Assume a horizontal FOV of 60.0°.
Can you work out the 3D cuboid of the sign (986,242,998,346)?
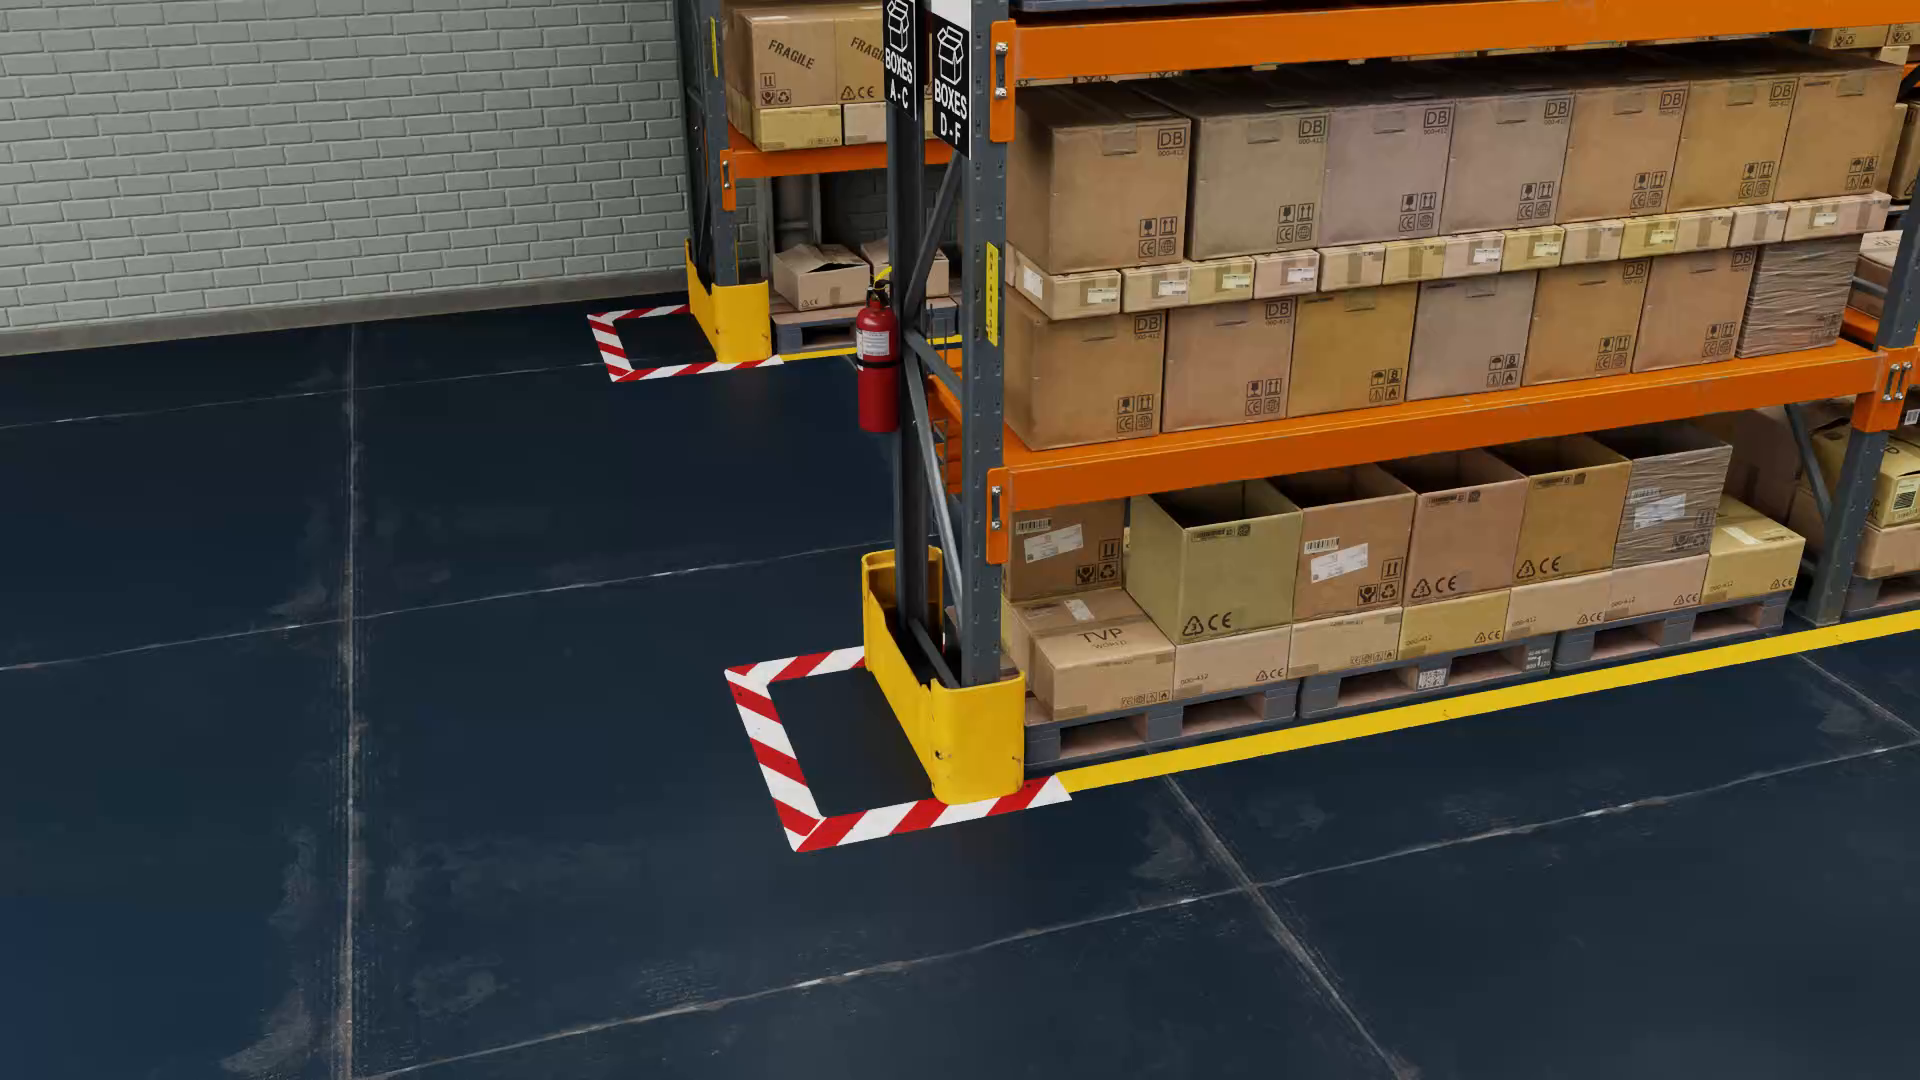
[{"bbox_3d":[0.104,-0.802,5.429,0.005,0.325,0.100,-8,28,-16],"label":"sign"}]

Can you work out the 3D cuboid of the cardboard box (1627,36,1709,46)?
[{"bbox_3d":[5.041,-3.894,12.114,0.500,0.500,0.700,-11,28,-21],"label":"cardboard box"}]

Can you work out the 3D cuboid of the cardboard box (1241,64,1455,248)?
[{"bbox_3d":[1.414,-1.451,6.227,0.500,0.500,0.700,-8,28,-16],"label":"cardboard box"}]

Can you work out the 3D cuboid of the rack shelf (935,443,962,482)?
[{"bbox_3d":[-0.014,-0.388,8.052,0.180,0.103,0.258,-8,28,-16],"label":"rack shelf"}]

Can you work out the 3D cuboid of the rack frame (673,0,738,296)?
[{"bbox_3d":[-1.599,-2.708,10.332,0.127,3.000,1.000,-8,28,-16],"label":"rack frame"}]

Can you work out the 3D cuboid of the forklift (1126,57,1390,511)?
[{"bbox_3d":[1.943,-1.892,8.765,3.031,2.935,1.130,-15,30,-28],"label":"forklift"}]

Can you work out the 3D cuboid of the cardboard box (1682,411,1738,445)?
[{"bbox_3d":[3.204,-0.526,7.713,0.500,0.500,0.500,-8,28,-16],"label":"cardboard box"}]

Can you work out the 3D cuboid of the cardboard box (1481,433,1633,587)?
[{"bbox_3d":[2.415,-0.167,6.989,0.500,0.500,0.500,-8,28,-16],"label":"cardboard box"}]

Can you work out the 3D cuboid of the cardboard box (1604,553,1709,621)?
[{"bbox_3d":[2.890,0.099,7.296,0.500,0.250,0.500,-8,28,-16],"label":"cardboard box"}]

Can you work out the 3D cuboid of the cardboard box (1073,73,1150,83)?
[{"bbox_3d":[0.895,-3.205,10.635,0.500,0.500,0.500,-9,28,-18],"label":"cardboard box"}]

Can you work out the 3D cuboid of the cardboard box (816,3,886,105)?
[{"bbox_3d":[-0.579,-2.988,10.199,0.500,0.500,0.500,-8,28,-16],"label":"cardboard box"}]

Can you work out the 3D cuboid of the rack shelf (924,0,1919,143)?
[{"bbox_3d":[1.840,-1.911,6.162,4.000,0.370,1.077,-8,28,-16],"label":"rack shelf"}]

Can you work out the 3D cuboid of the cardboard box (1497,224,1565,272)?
[{"bbox_3d":[2.090,-1.160,6.372,0.250,0.149,0.380,-7,27,-14],"label":"cardboard box"}]

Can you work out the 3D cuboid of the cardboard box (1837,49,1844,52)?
[{"bbox_3d":[6.392,-3.654,12.496,0.250,0.149,0.380,-9,28,-17],"label":"cardboard box"}]

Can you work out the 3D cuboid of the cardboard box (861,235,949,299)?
[{"bbox_3d":[-0.372,-1.837,11.105,0.500,0.311,0.500,-6,27,-12],"label":"cardboard box"}]

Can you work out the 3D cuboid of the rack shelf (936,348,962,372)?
[{"bbox_3d":[-0.014,-0.818,7.839,0.180,0.103,0.258,-8,28,-16],"label":"rack shelf"}]

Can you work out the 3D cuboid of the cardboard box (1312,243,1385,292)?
[{"bbox_3d":[1.359,-1.055,6.161,0.250,0.149,0.380,-9,28,-18],"label":"cardboard box"}]

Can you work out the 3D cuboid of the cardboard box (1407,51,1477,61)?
[{"bbox_3d":[3.232,-3.630,11.582,0.500,0.500,0.700,-5,27,-11],"label":"cardboard box"}]

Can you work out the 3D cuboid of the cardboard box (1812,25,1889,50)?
[{"bbox_3d":[6.548,-3.955,12.375,0.500,0.500,0.500,-7,27,-15],"label":"cardboard box"}]

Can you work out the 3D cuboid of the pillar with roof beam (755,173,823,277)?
[{"bbox_3d":[0.131,-4.037,6.262,0.400,9.000,9.100,-8,28,-16],"label":"pillar with roof beam"}]

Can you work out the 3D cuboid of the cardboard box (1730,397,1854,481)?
[{"bbox_3d":[4.038,-0.550,7.973,0.500,0.311,0.500,-8,28,-16],"label":"cardboard box"}]

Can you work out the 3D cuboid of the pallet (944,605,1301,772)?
[{"bbox_3d":[0.652,0.512,6.982,1.213,0.211,1.003,-8,28,-16],"label":"pallet"}]

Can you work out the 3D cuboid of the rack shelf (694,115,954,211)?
[{"bbox_3d":[0.302,-2.661,11.046,4.000,0.370,1.077,-8,28,-16],"label":"rack shelf"}]

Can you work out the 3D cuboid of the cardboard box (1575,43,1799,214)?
[{"bbox_3d":[2.842,-1.657,6.643,0.500,0.500,0.700,-8,28,-16],"label":"cardboard box"}]

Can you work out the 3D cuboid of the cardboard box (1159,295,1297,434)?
[{"bbox_3d":[0.884,-0.792,6.360,0.500,0.500,0.700,-8,27,-15],"label":"cardboard box"}]

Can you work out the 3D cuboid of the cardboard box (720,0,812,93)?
[{"bbox_3d":[-1.217,-3.141,10.506,0.500,0.500,0.500,-9,28,-17],"label":"cardboard box"}]

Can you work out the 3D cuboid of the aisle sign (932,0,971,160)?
[{"bbox_3d":[-0.029,-1.640,5.257,0.004,0.787,0.394,-8,28,-16],"label":"aisle sign"}]

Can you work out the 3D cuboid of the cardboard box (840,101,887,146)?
[{"bbox_3d":[-0.548,-2.660,10.382,0.500,0.250,0.500,-9,28,-18],"label":"cardboard box"}]

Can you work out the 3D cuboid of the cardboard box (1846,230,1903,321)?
[{"bbox_3d":[4.196,-1.184,7.430,0.500,0.250,0.500,-7,27,-13],"label":"cardboard box"}]

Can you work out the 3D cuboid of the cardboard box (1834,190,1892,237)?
[{"bbox_3d":[3.549,-1.372,6.799,0.250,0.149,0.380,-8,28,-16],"label":"cardboard box"}]

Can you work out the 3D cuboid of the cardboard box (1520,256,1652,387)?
[{"bbox_3d":[2.344,-1.003,6.785,0.500,0.500,0.700,-8,27,-15],"label":"cardboard box"}]

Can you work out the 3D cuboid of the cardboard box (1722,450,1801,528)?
[{"bbox_3d":[4.046,-0.301,8.103,0.500,0.250,0.500,-9,28,-17],"label":"cardboard box"}]

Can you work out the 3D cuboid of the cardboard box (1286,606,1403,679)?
[{"bbox_3d":[1.467,0.310,6.871,0.500,0.250,0.500,-8,28,-16],"label":"cardboard box"}]

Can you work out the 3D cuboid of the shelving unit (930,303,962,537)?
[{"bbox_3d":[-0.014,-0.535,7.979,0.189,1.200,0.258,-8,28,-16],"label":"shelving unit"}]

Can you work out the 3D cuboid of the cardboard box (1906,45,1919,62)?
[{"bbox_3d":[7.114,-3.772,12.735,0.250,0.149,0.380,-9,28,-17],"label":"cardboard box"}]

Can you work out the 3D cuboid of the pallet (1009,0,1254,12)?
[{"bbox_3d":[0.619,-2.005,5.641,1.213,0.211,1.003,-8,28,-16],"label":"pallet"}]

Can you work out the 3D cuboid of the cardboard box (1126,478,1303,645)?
[{"bbox_3d":[0.992,0.044,6.565,0.500,0.500,0.500,-8,28,-16],"label":"cardboard box"}]

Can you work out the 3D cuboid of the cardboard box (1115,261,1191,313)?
[{"bbox_3d":[0.628,-0.950,5.948,0.250,0.149,0.380,-9,28,-17],"label":"cardboard box"}]

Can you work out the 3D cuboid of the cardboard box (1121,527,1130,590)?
[{"bbox_3d":[0.828,0.157,7.181,0.500,0.250,0.500,-8,28,-16],"label":"cardboard box"}]

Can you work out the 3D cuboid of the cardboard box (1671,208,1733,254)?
[{"bbox_3d":[2.816,-1.265,6.584,0.250,0.149,0.380,-8,28,-16],"label":"cardboard box"}]

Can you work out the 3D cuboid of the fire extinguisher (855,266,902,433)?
[{"bbox_3d":[-0.318,-0.760,6.494,0.183,0.674,0.296,-8,28,-16],"label":"fire extinguisher"}]
